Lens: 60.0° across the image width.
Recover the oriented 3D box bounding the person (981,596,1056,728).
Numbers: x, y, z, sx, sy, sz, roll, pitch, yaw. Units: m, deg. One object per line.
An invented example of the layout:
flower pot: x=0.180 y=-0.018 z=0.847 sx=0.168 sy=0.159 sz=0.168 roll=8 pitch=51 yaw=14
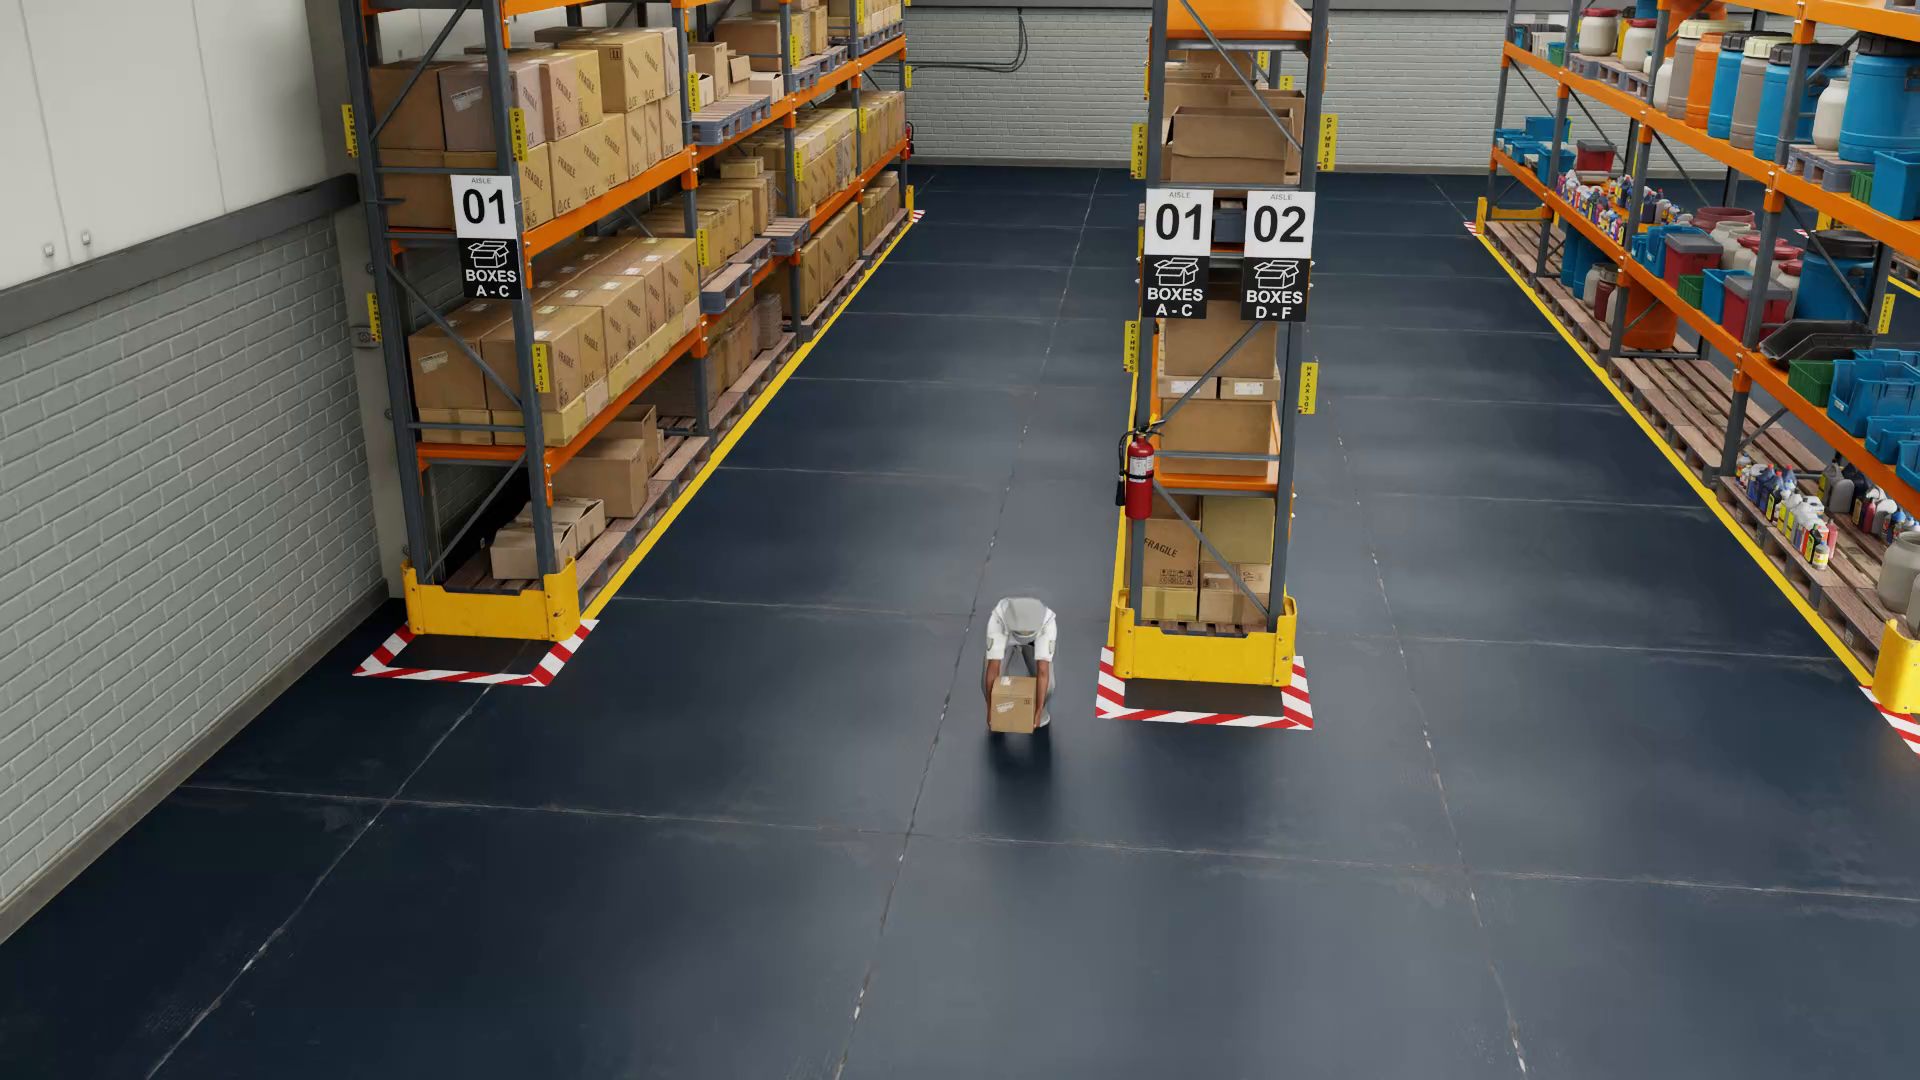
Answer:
person: x=0.360 y=0.714 z=10.205 sx=0.458 sy=0.985 sz=0.860 roll=1 pitch=21 yaw=4
